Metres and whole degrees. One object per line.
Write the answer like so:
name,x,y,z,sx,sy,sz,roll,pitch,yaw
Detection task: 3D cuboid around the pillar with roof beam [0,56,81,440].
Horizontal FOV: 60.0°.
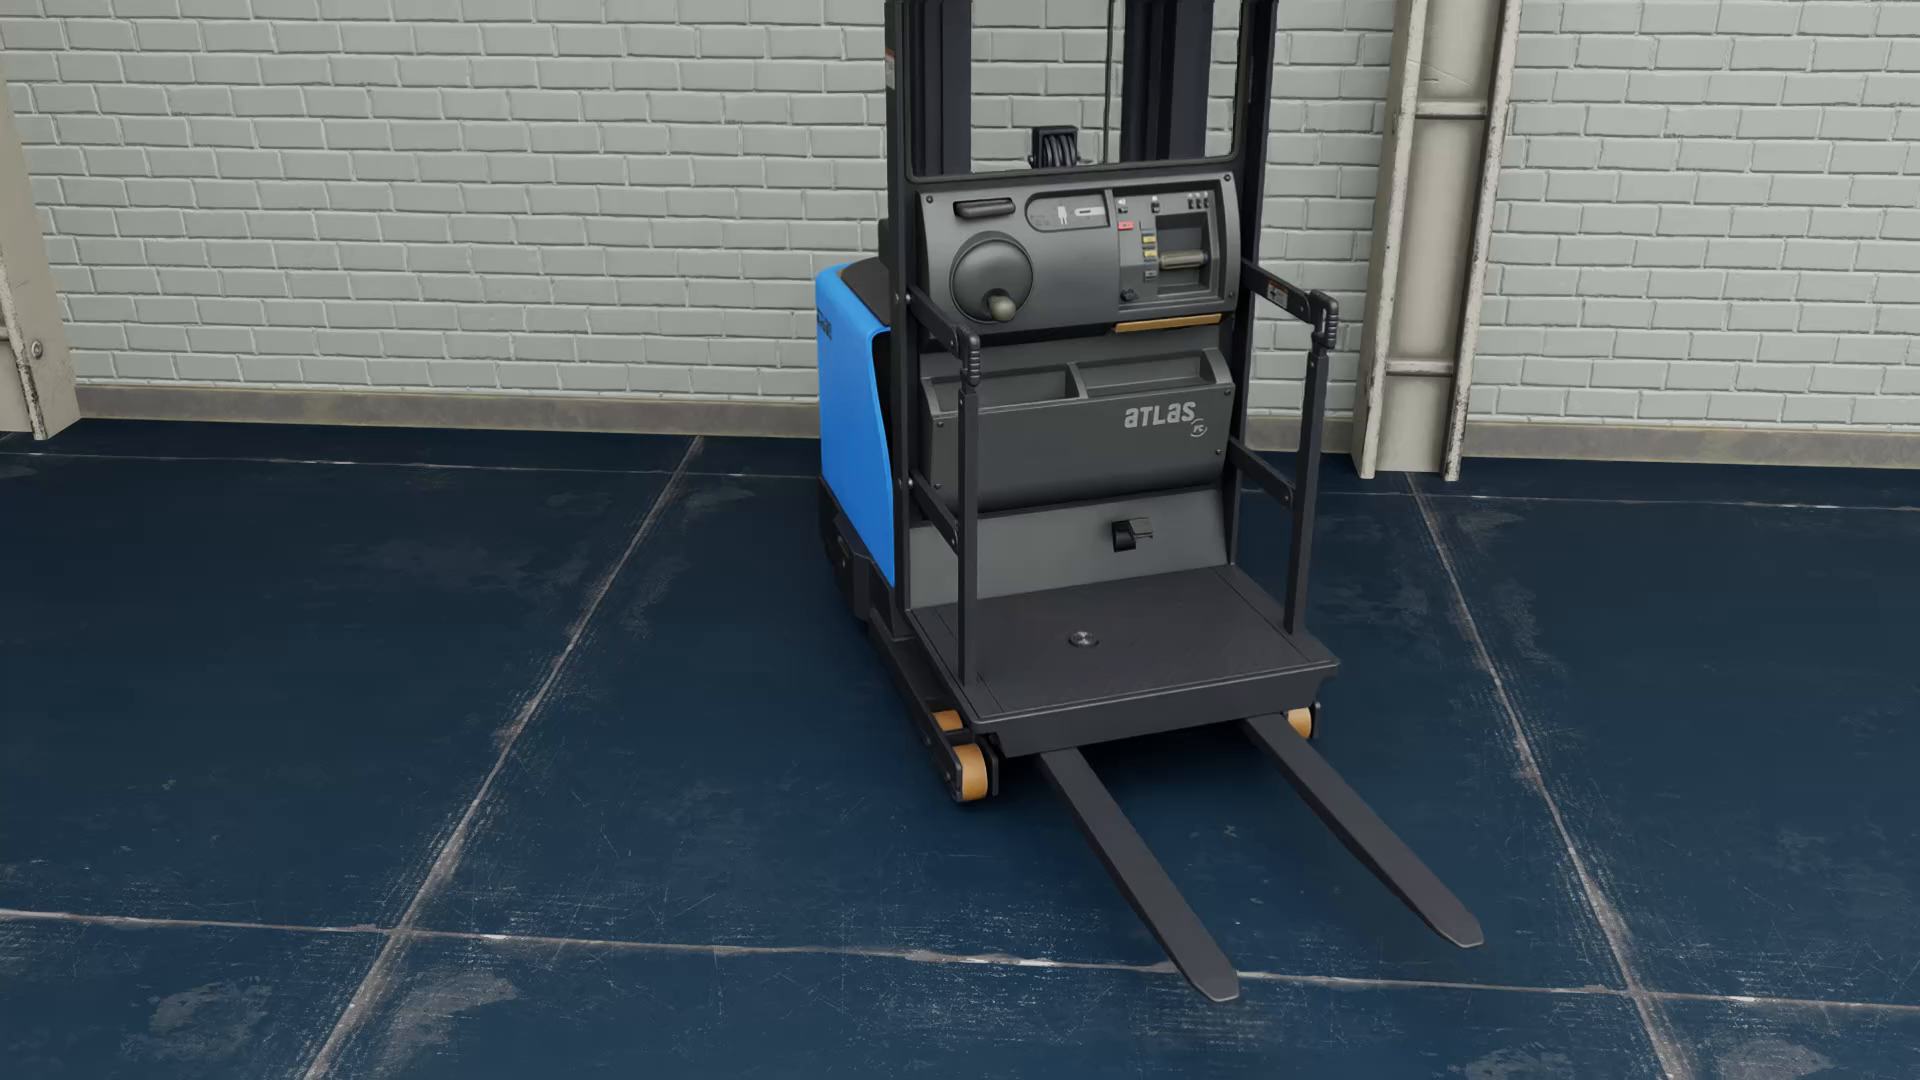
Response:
pillar with roof beam,-4.467,-2.797,1.563,0.400,9.000,9.100,2,25,4

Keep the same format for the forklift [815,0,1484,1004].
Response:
forklift,0.411,-0.784,4.447,1.130,2.935,3.031,-7,26,-16

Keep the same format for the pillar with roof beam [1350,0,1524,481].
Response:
pillar with roof beam,1.515,-2.605,1.146,0.400,9.000,9.100,2,25,4
